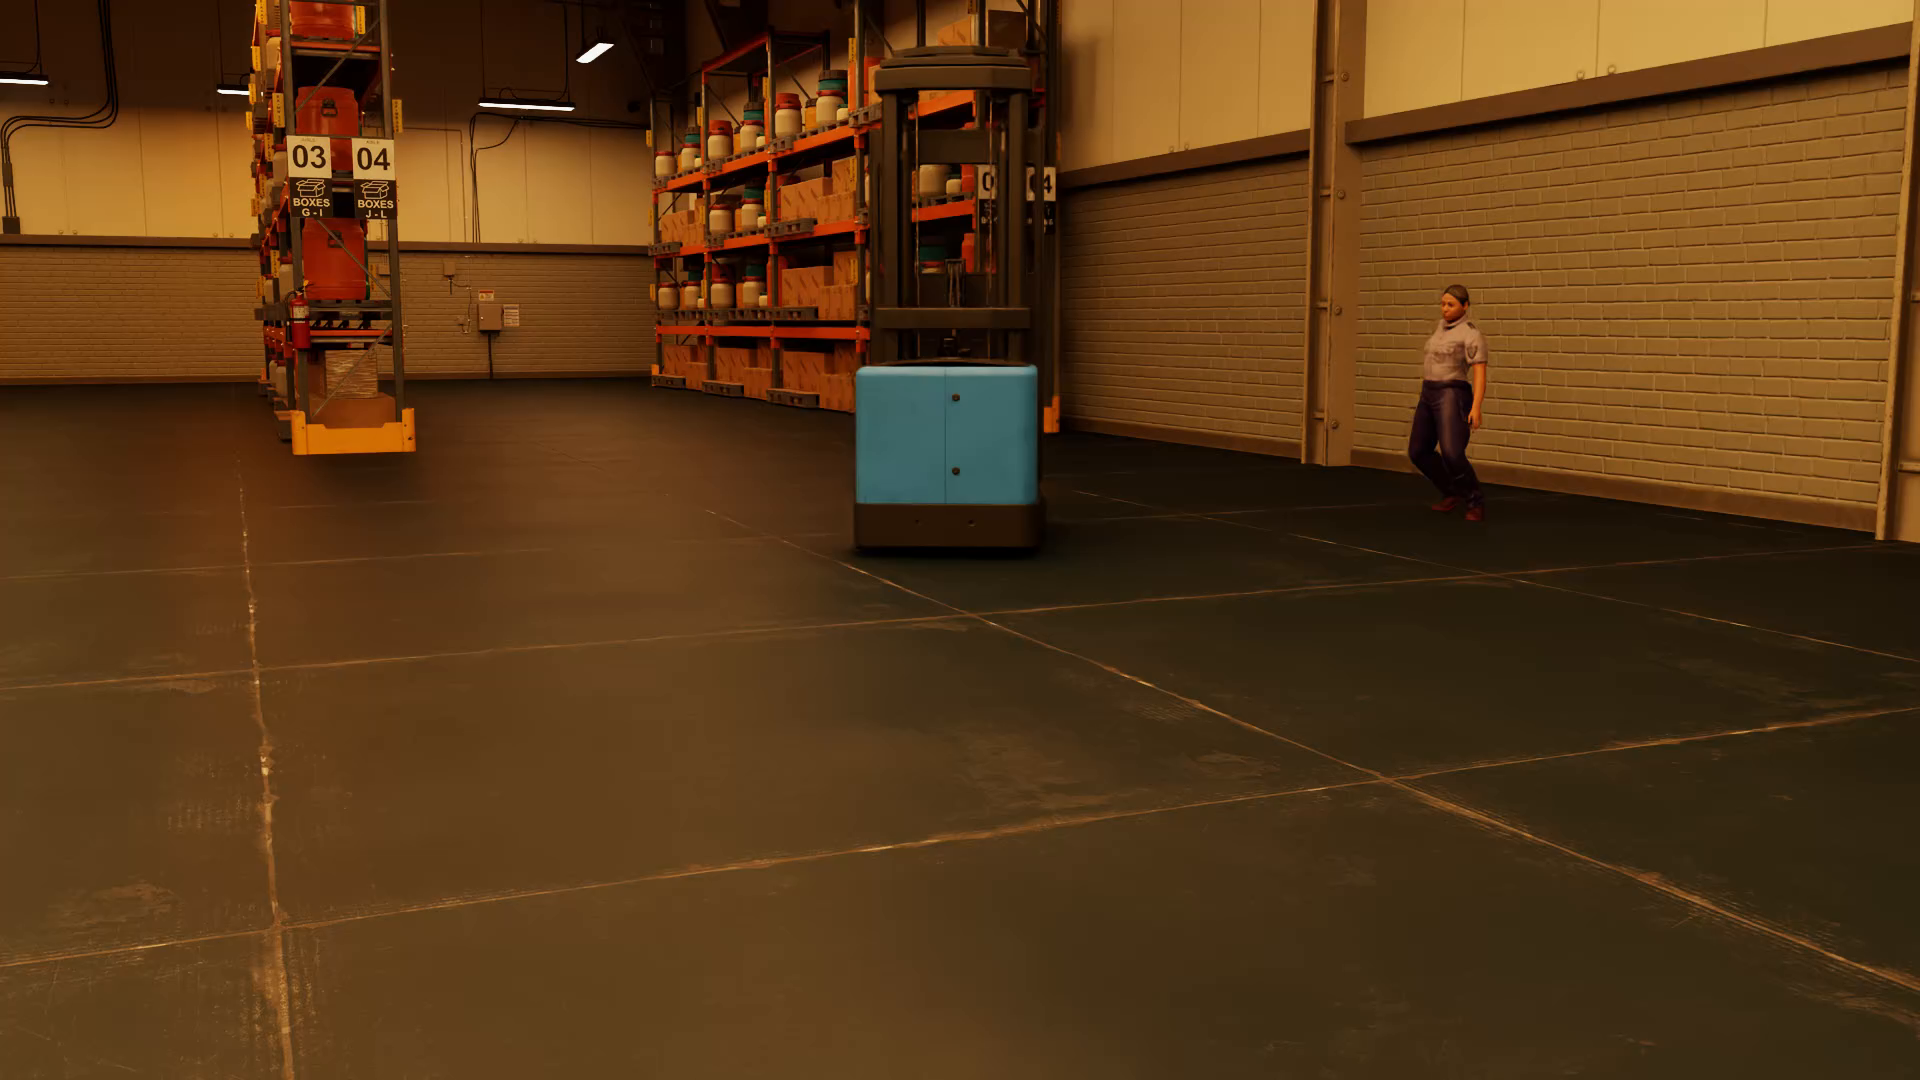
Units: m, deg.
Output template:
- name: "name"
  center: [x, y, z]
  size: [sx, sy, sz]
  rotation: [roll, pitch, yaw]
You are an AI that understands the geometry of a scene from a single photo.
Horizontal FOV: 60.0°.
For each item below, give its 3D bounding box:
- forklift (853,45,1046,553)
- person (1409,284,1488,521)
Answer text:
- name: "forklift"
  center: [-0.006, -1.540, 10.623]
  size: [1.130, 2.935, 3.031]
  rotation: [0, 8, 3]
- name: "person"
  center: [3.395, -0.953, 11.407]
  size: [0.475, 1.578, 0.838]
  rotation: [-2, 8, -13]
